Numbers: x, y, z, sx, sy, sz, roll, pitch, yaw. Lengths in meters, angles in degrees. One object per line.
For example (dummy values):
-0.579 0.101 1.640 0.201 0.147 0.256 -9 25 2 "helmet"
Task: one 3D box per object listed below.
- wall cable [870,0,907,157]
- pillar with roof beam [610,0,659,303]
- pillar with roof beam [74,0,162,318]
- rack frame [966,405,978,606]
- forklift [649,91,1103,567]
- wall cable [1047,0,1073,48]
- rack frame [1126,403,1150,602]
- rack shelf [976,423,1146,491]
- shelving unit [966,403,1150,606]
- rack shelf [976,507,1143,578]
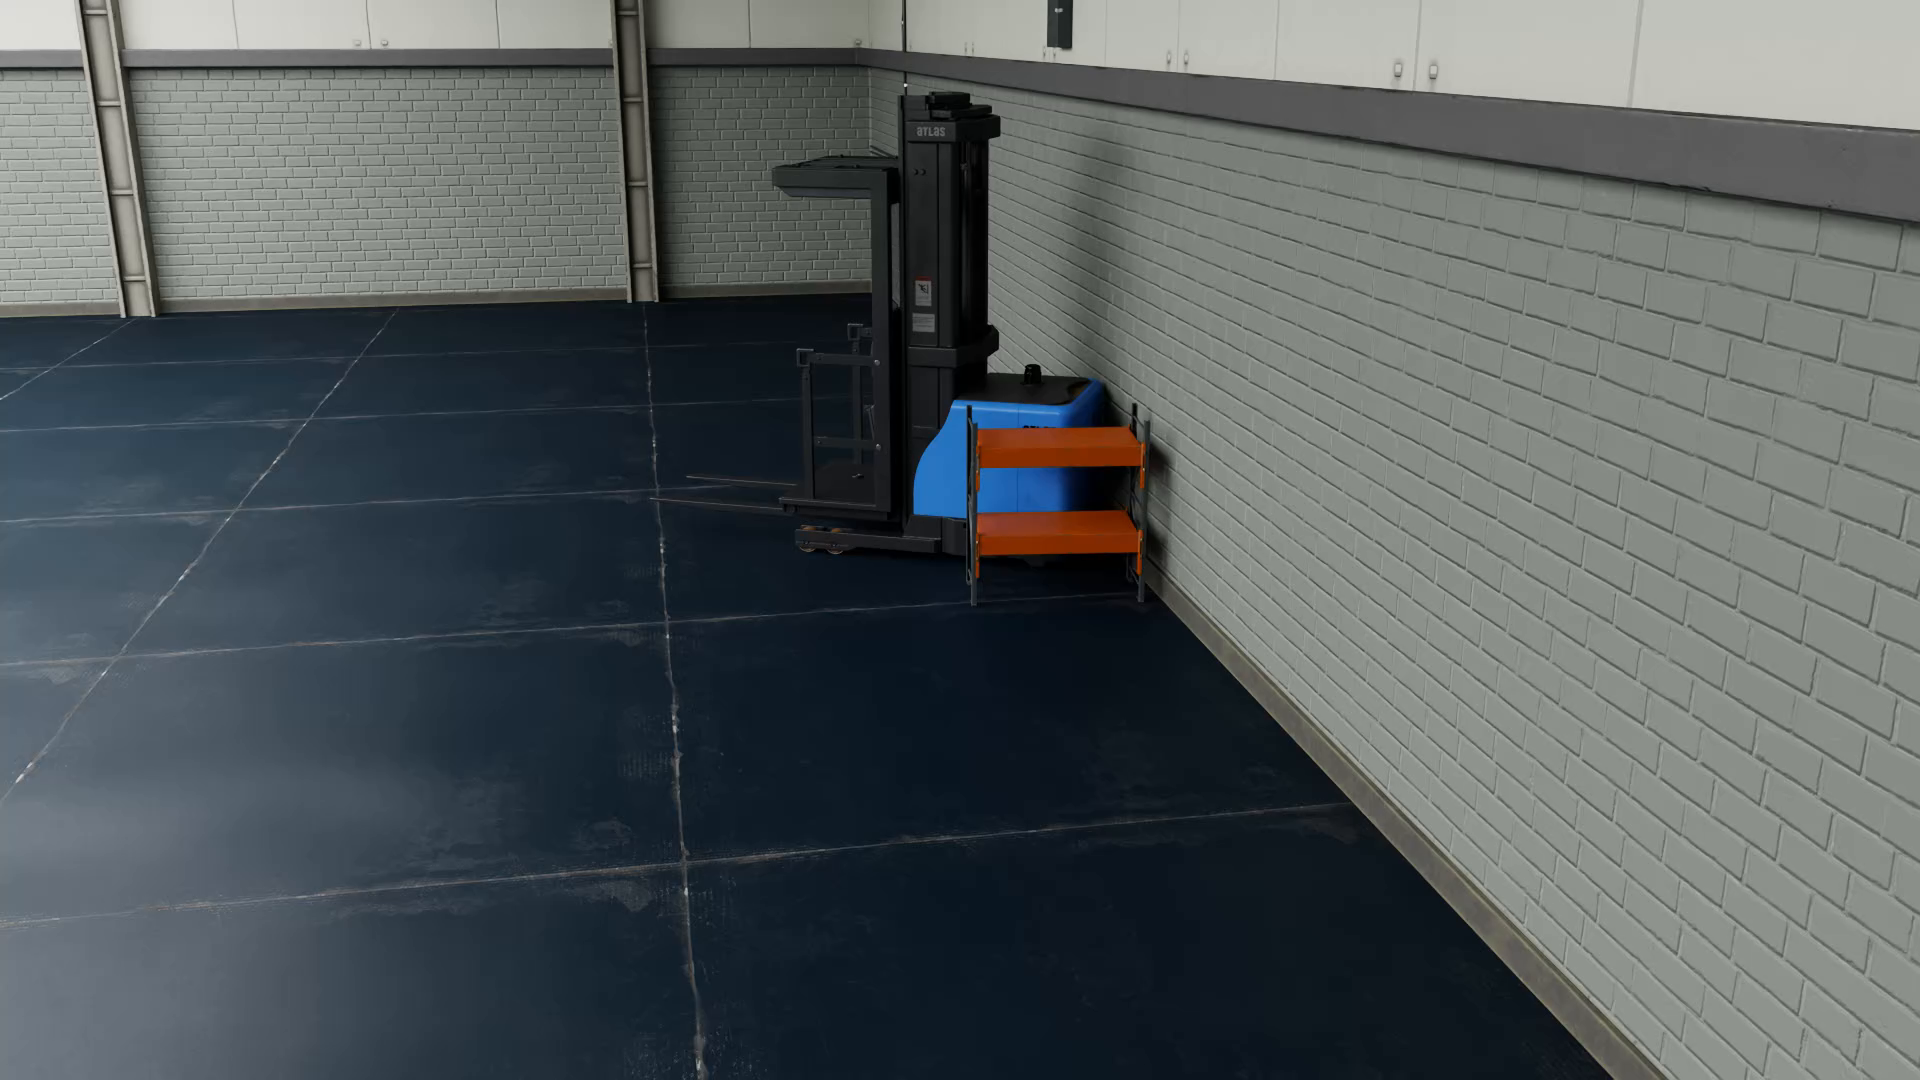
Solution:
-0.914 -5.671 19.736 0.112 2.526 3.097 -3 17 -10 "wall cable"
-3.241 -6.131 15.946 0.400 9.000 9.100 -3 17 -10 "pillar with roof beam"
-9.132 -5.797 14.858 0.400 9.000 9.100 -3 17 -10 "pillar with roof beam"
0.071 -0.214 10.094 0.032 1.125 0.500 -1 17 -3 "rack frame"
-0.600 -1.450 11.041 3.031 2.935 1.130 5 18 15 "forklift"
0.871 -6.043 9.867 0.169 6.003 2.305 -3 17 -10 "wall cable"
1.086 -0.233 10.154 0.032 1.125 0.500 -1 17 -3 "rack frame"
0.579 -0.503 10.038 1.000 0.278 0.538 -1 17 -3 "rack shelf"
0.579 -0.224 10.124 1.048 1.125 0.538 -1 17 -3 "shelving unit"
0.579 0.010 10.196 1.000 0.278 0.538 -1 17 -3 "rack shelf"
